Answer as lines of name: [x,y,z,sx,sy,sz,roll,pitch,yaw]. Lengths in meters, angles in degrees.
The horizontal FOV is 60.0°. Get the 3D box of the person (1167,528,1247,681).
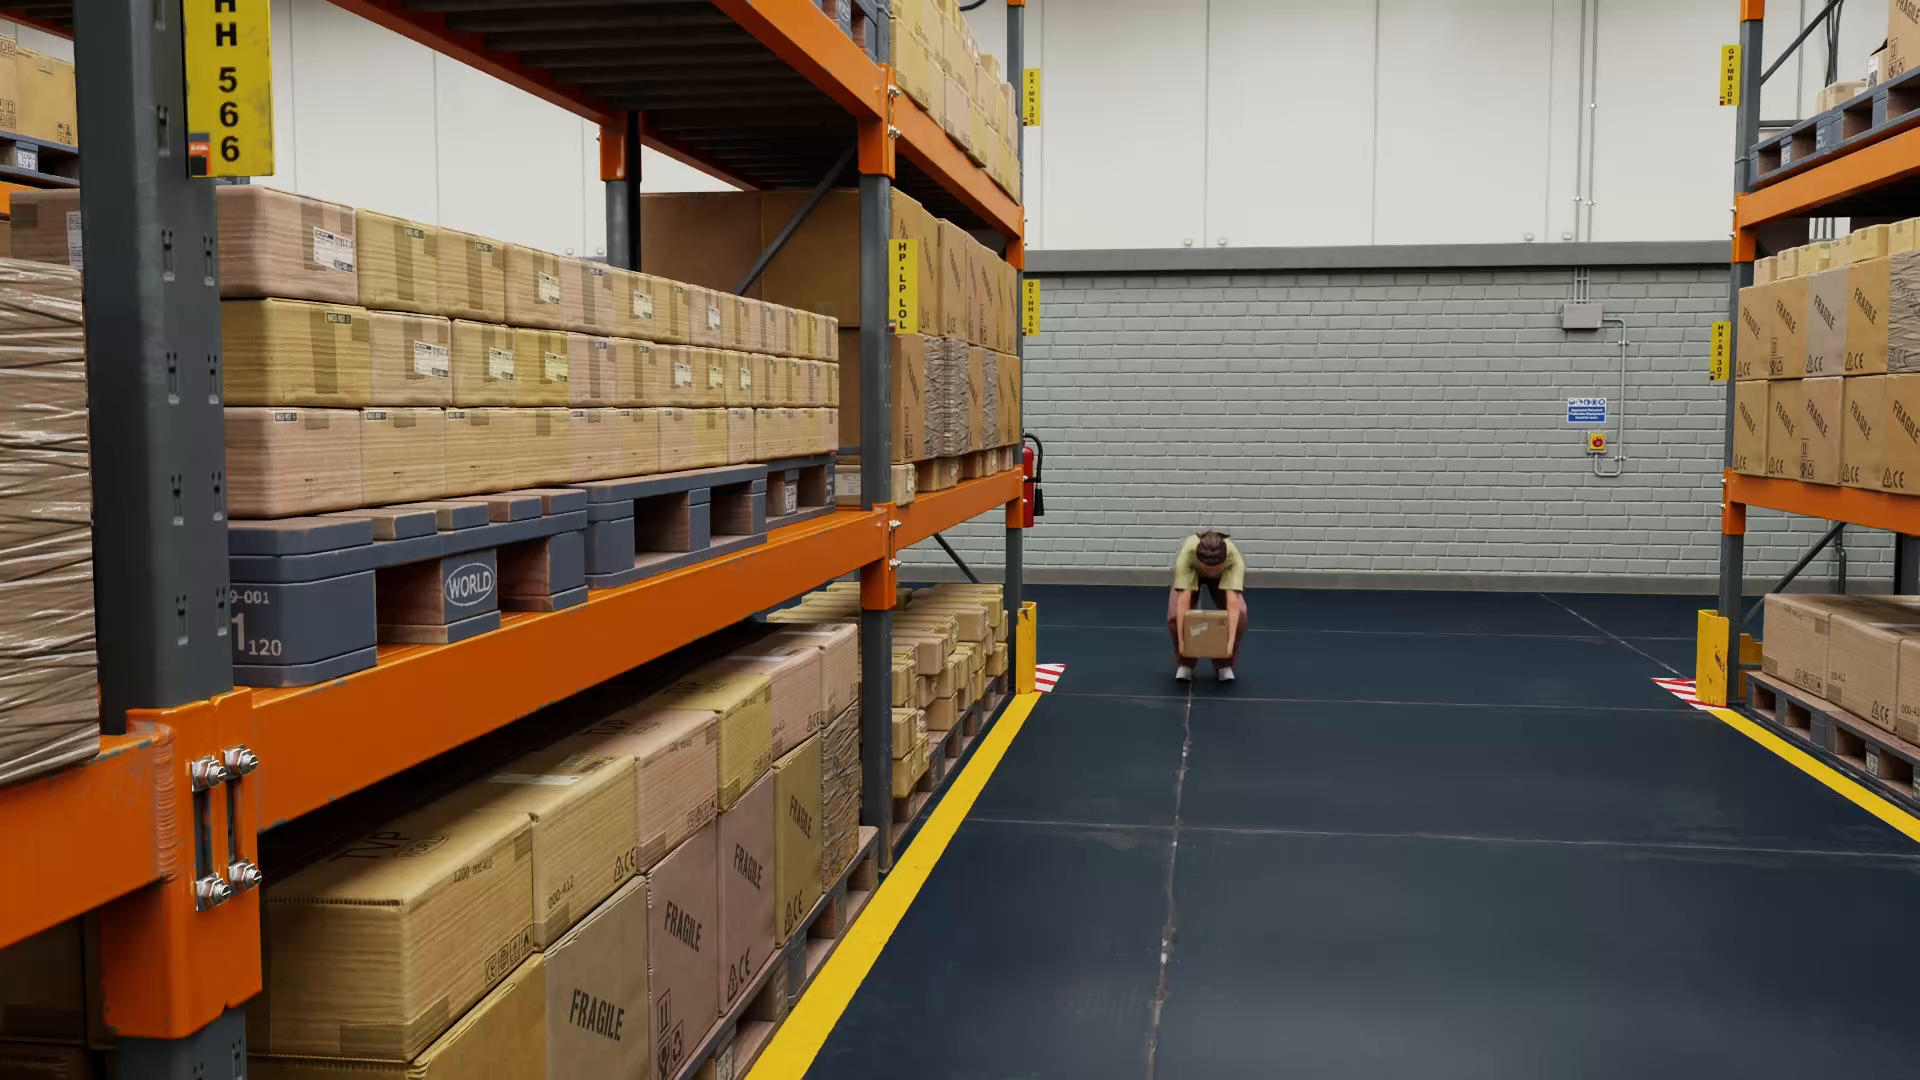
person: [1.487,0.435,10.022,0.476,0.863,0.864,0,5,6]
